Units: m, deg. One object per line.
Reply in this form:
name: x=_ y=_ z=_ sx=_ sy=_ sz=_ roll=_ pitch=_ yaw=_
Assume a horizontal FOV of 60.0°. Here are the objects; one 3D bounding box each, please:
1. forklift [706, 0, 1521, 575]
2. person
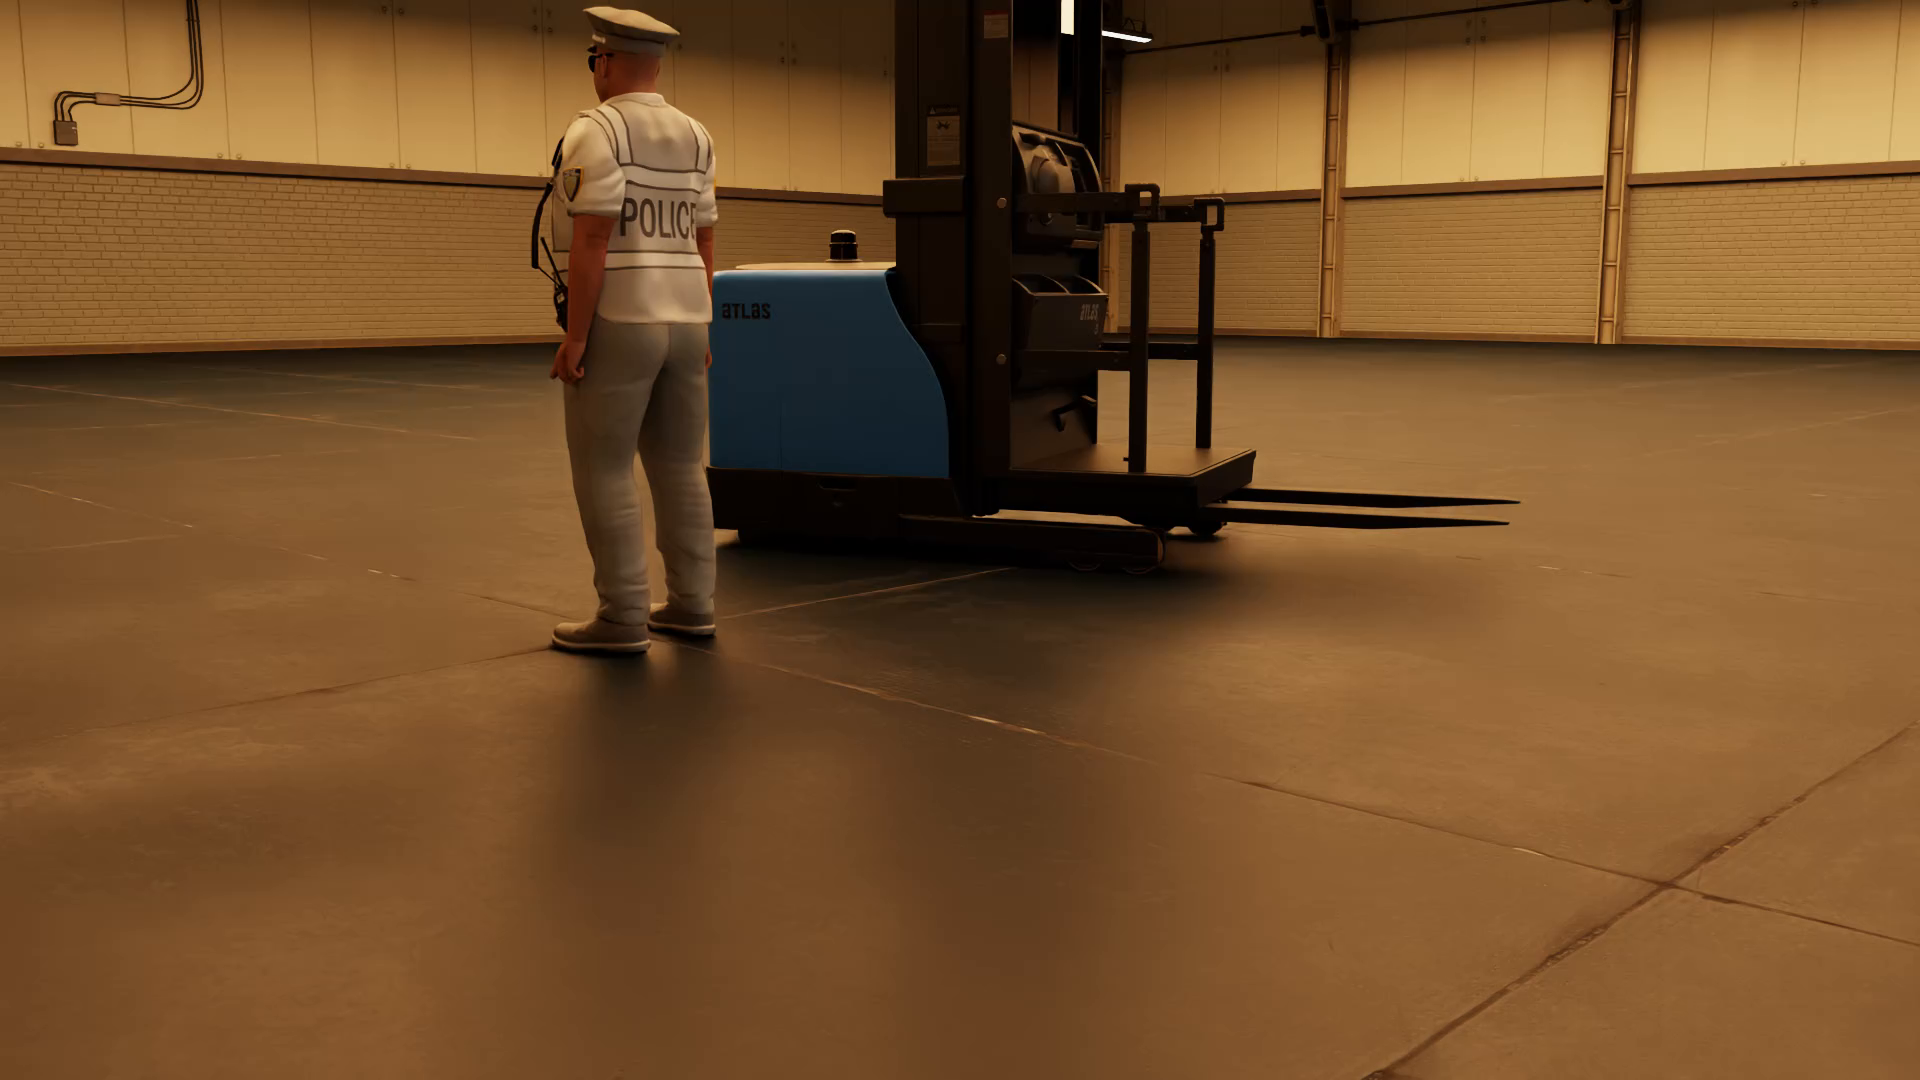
forklift: x=0.565 y=-1.416 z=6.275 sx=3.031 sy=2.935 sz=1.130 roll=3 pitch=9 yaw=22
person: x=-0.929 y=-0.584 z=4.654 sx=0.369 sy=1.771 sz=0.544 roll=6 pitch=10 yaw=35
